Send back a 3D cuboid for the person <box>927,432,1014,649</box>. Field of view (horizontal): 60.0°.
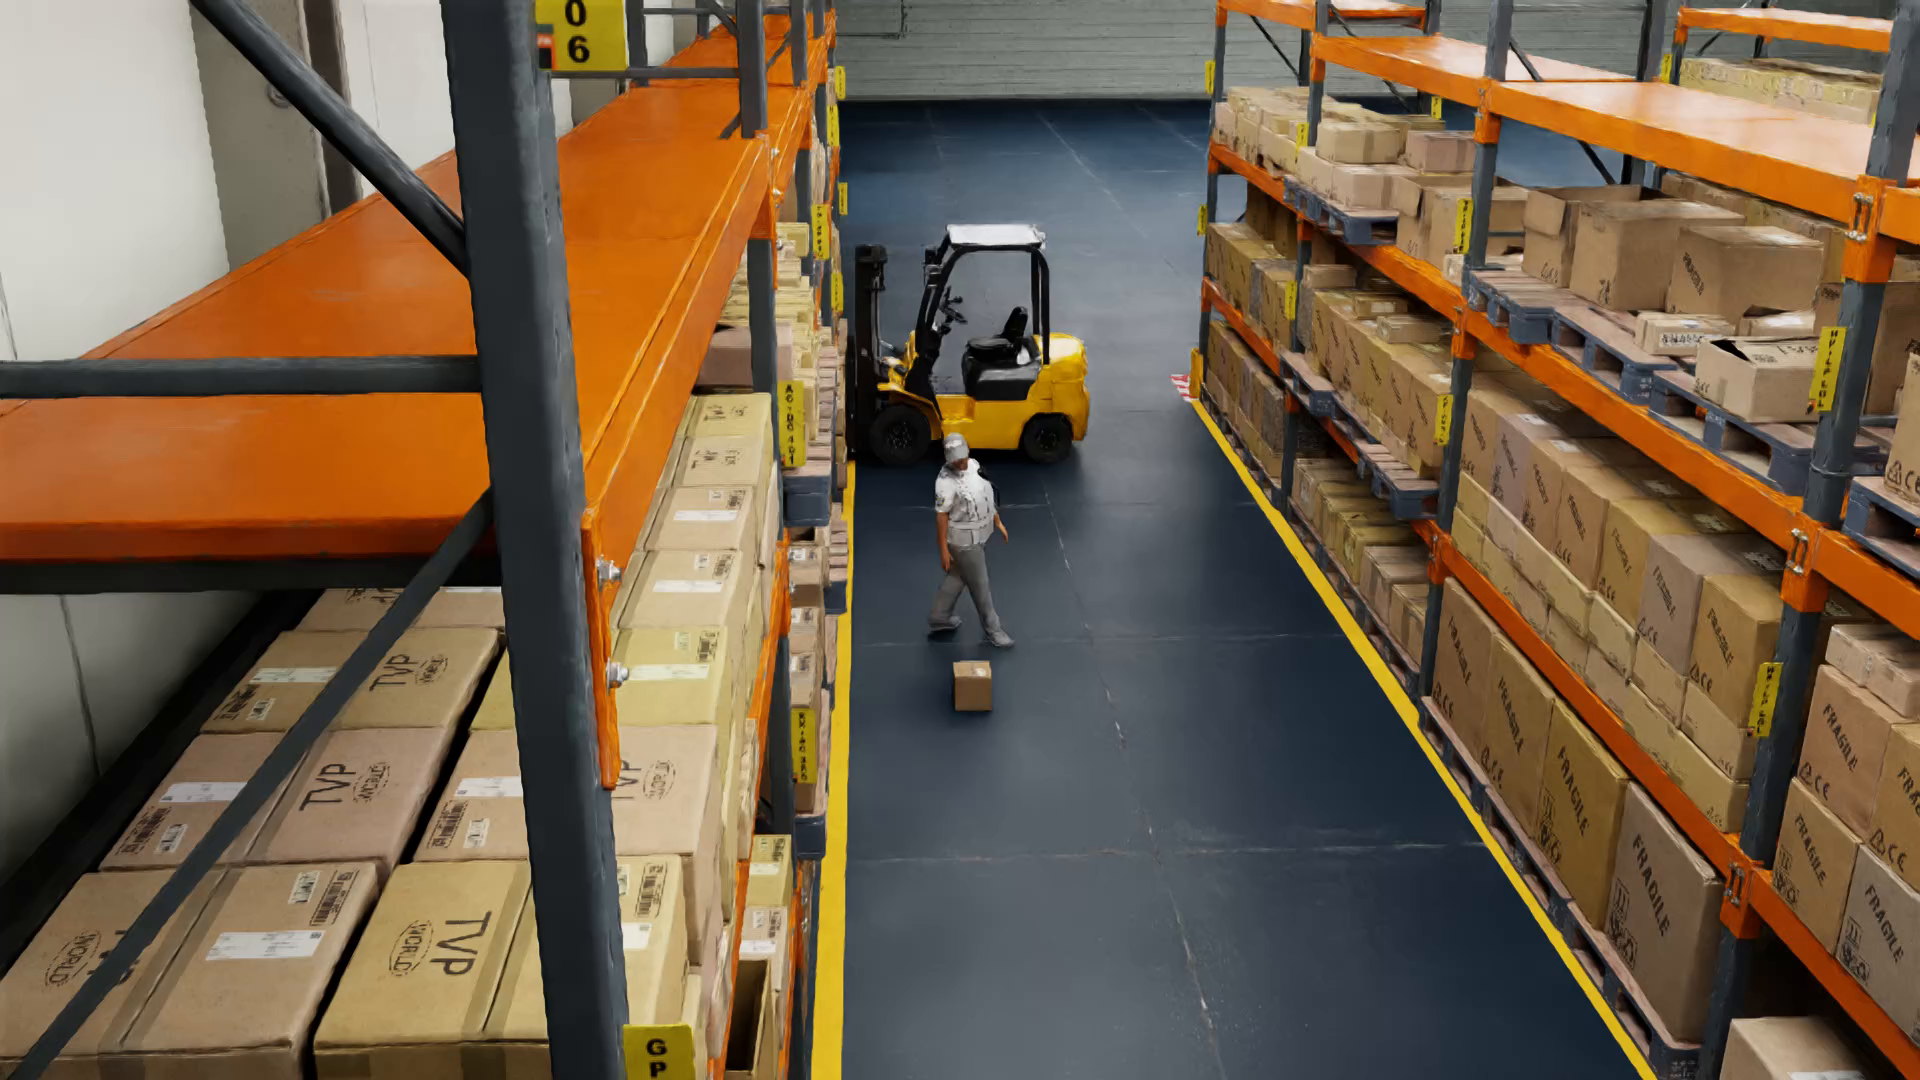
[{"bbox_3d":[0.067,-0.009,11.973,0.681,1.631,0.534,7,22,17],"label":"person"}]
